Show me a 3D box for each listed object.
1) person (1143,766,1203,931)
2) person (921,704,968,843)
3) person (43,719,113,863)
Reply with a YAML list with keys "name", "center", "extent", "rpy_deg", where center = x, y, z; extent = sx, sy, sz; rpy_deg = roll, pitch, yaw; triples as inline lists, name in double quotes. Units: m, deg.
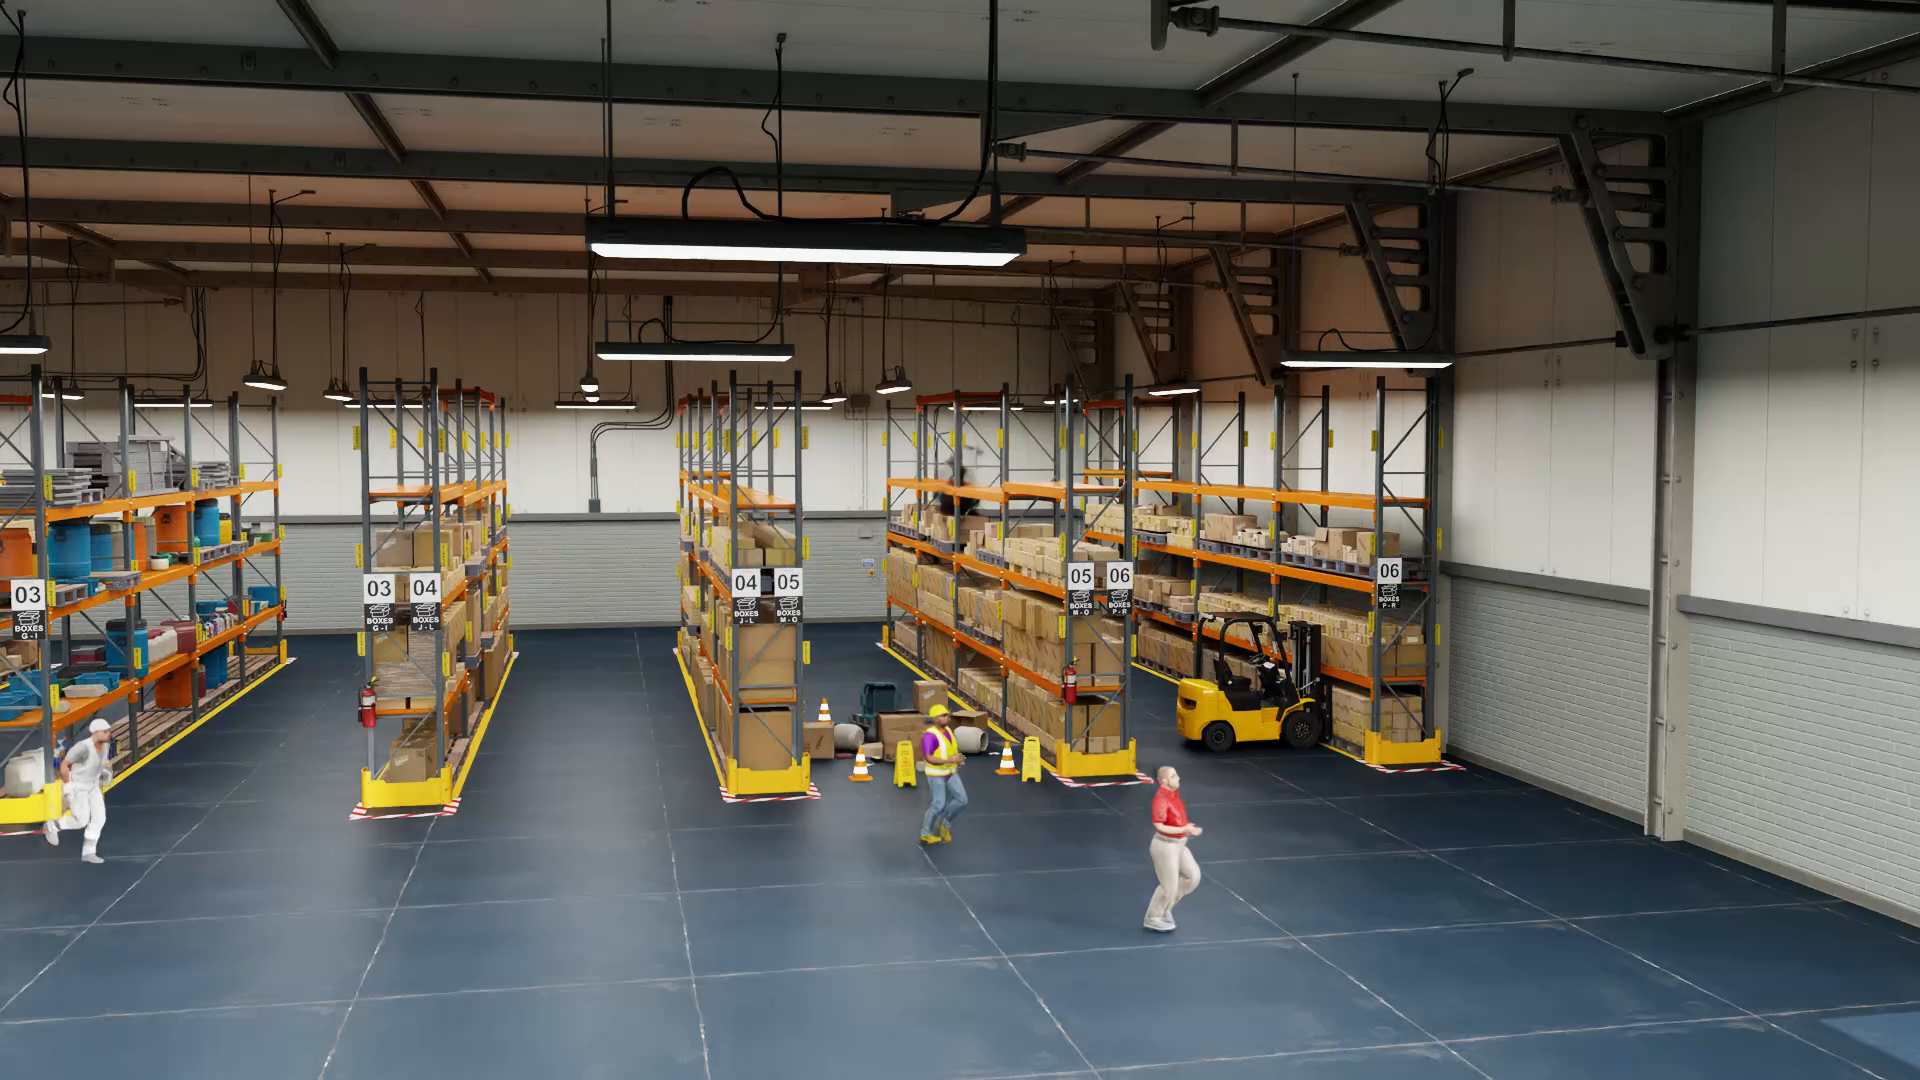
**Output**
- name: "person"
  center: [2.195, 3.146, 16.921]
  extent: [0.645, 1.705, 0.640]
  rpy_deg: [2, 4, 25]
- name: "person"
  center: [-0.195, 2.896, 20.535]
  extent: [0.666, 1.742, 0.677]
  rpy_deg: [3, 4, 36]
- name: "person"
  center: [-10.512, 2.984, 19.860]
  extent: [0.910, 1.722, 0.659]
  rpy_deg: [0, 3, 5]
